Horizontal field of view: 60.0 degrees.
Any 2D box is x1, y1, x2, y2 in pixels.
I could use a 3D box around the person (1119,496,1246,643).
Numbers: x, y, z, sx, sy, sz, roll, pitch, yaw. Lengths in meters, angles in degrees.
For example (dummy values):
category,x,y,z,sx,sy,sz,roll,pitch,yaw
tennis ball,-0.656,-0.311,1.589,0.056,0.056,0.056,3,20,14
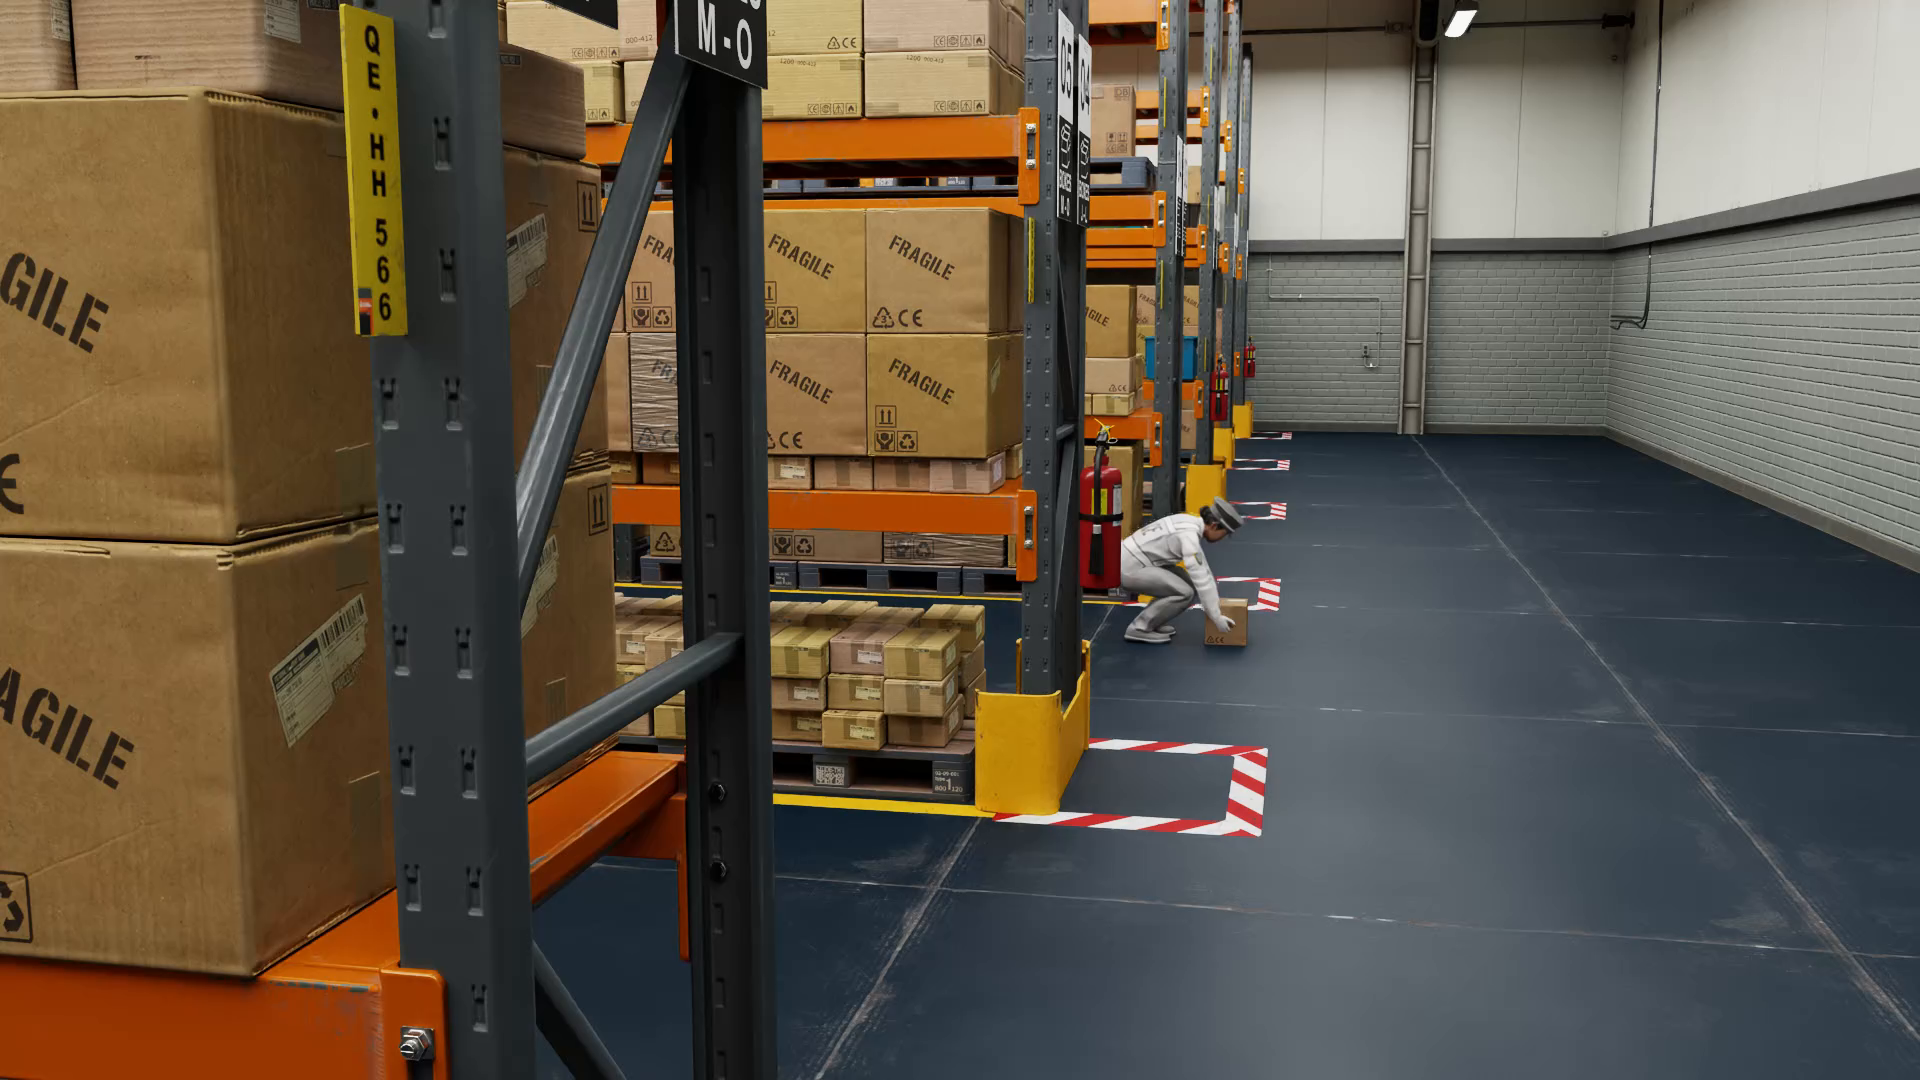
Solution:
category,x,y,z,sx,sy,sz,roll,pitch,yaw
person,1.330,0.178,10.320,0.856,0.899,0.485,2,8,11
